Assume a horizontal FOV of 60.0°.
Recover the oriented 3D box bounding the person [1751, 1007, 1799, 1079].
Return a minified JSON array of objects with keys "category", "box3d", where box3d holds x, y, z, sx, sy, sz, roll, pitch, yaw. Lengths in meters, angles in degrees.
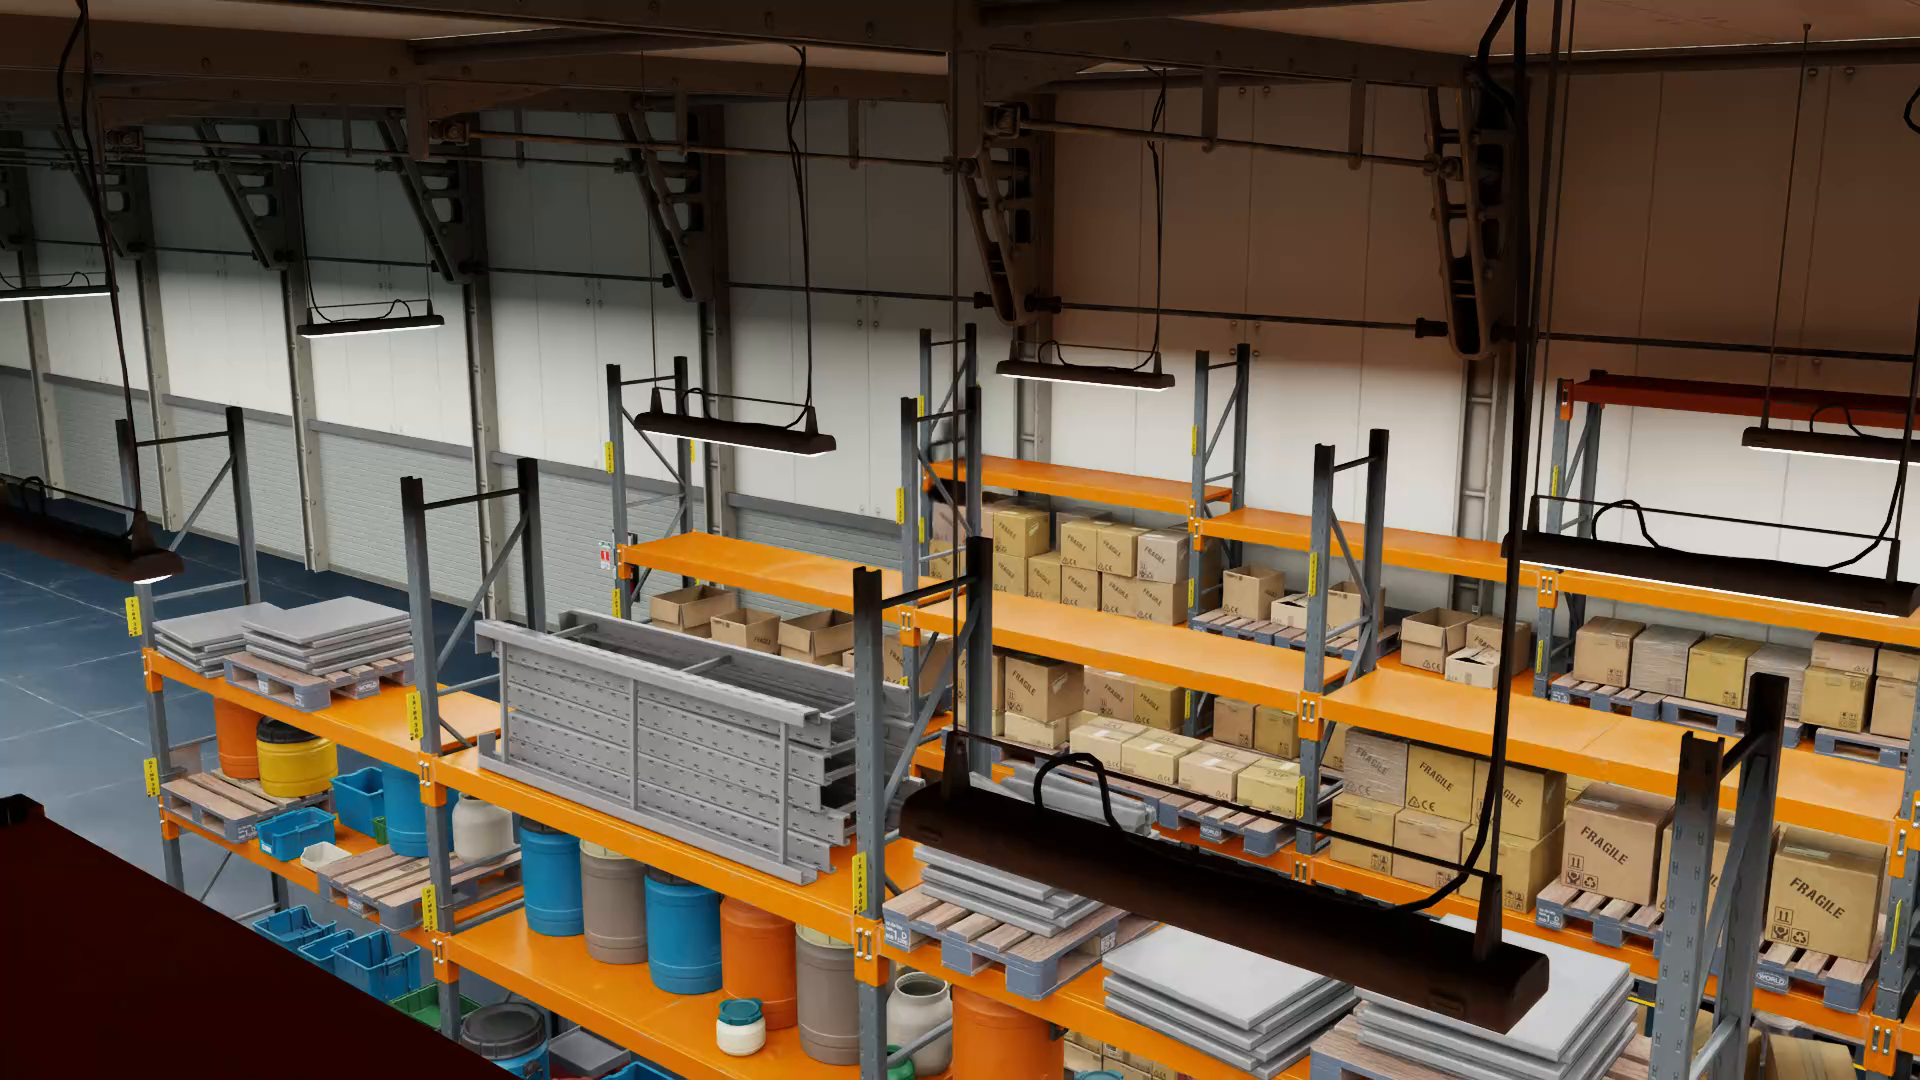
[{"category":"person","box3d":[7.020,4.091,14.181,0.741,1.766,0.674,10,16,38]}]
